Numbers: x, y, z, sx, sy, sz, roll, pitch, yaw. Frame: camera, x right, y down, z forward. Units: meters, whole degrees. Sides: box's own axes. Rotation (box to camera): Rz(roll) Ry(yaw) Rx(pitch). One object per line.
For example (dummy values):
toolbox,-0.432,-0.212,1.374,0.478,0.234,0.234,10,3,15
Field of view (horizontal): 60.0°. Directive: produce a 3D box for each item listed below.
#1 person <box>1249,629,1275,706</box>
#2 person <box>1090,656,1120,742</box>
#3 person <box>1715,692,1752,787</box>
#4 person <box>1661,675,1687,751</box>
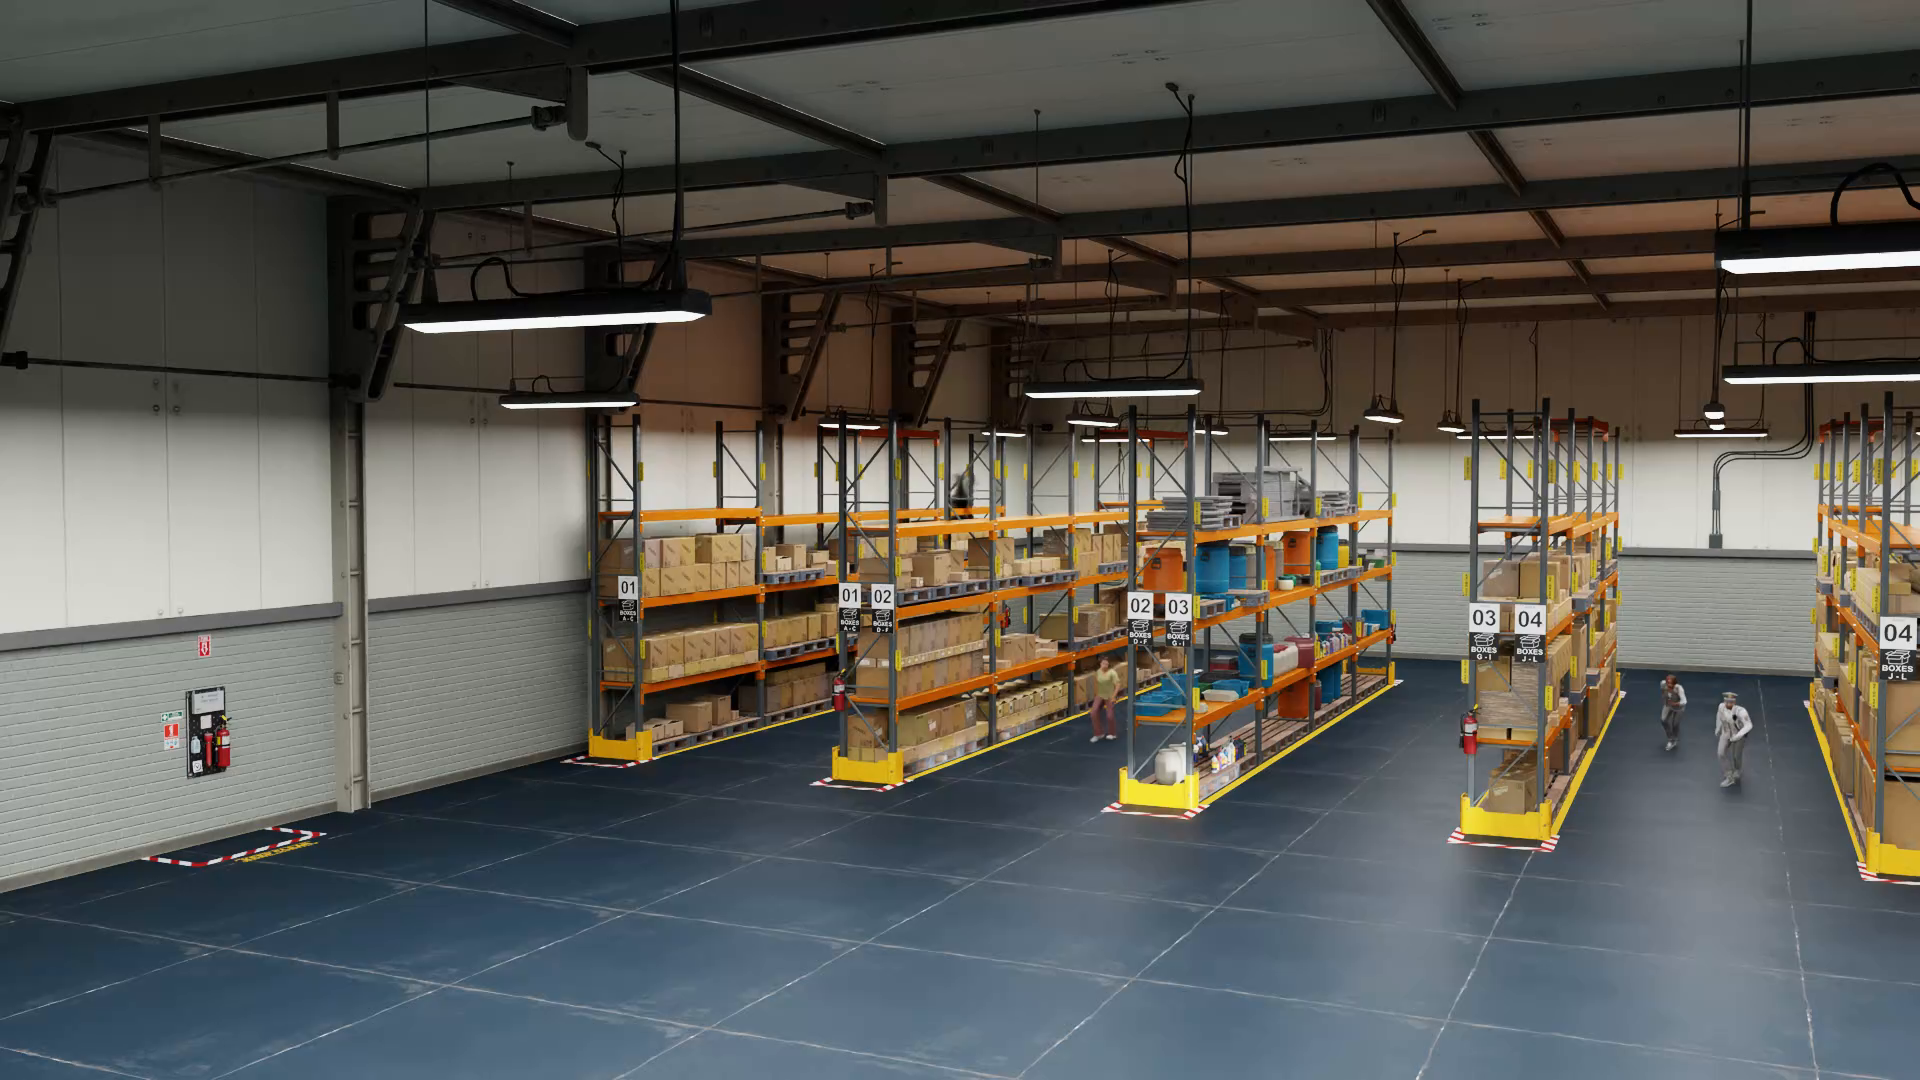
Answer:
person,6.467,2.741,35.900,0.708,1.680,0.987,1,3,30
person,2.748,2.934,30.840,0.548,1.627,0.718,1,3,27
person,12.359,3.138,26.497,0.610,1.505,1.003,2,3,41
person,12.913,3.089,30.049,0.526,1.373,1.054,2,3,37
